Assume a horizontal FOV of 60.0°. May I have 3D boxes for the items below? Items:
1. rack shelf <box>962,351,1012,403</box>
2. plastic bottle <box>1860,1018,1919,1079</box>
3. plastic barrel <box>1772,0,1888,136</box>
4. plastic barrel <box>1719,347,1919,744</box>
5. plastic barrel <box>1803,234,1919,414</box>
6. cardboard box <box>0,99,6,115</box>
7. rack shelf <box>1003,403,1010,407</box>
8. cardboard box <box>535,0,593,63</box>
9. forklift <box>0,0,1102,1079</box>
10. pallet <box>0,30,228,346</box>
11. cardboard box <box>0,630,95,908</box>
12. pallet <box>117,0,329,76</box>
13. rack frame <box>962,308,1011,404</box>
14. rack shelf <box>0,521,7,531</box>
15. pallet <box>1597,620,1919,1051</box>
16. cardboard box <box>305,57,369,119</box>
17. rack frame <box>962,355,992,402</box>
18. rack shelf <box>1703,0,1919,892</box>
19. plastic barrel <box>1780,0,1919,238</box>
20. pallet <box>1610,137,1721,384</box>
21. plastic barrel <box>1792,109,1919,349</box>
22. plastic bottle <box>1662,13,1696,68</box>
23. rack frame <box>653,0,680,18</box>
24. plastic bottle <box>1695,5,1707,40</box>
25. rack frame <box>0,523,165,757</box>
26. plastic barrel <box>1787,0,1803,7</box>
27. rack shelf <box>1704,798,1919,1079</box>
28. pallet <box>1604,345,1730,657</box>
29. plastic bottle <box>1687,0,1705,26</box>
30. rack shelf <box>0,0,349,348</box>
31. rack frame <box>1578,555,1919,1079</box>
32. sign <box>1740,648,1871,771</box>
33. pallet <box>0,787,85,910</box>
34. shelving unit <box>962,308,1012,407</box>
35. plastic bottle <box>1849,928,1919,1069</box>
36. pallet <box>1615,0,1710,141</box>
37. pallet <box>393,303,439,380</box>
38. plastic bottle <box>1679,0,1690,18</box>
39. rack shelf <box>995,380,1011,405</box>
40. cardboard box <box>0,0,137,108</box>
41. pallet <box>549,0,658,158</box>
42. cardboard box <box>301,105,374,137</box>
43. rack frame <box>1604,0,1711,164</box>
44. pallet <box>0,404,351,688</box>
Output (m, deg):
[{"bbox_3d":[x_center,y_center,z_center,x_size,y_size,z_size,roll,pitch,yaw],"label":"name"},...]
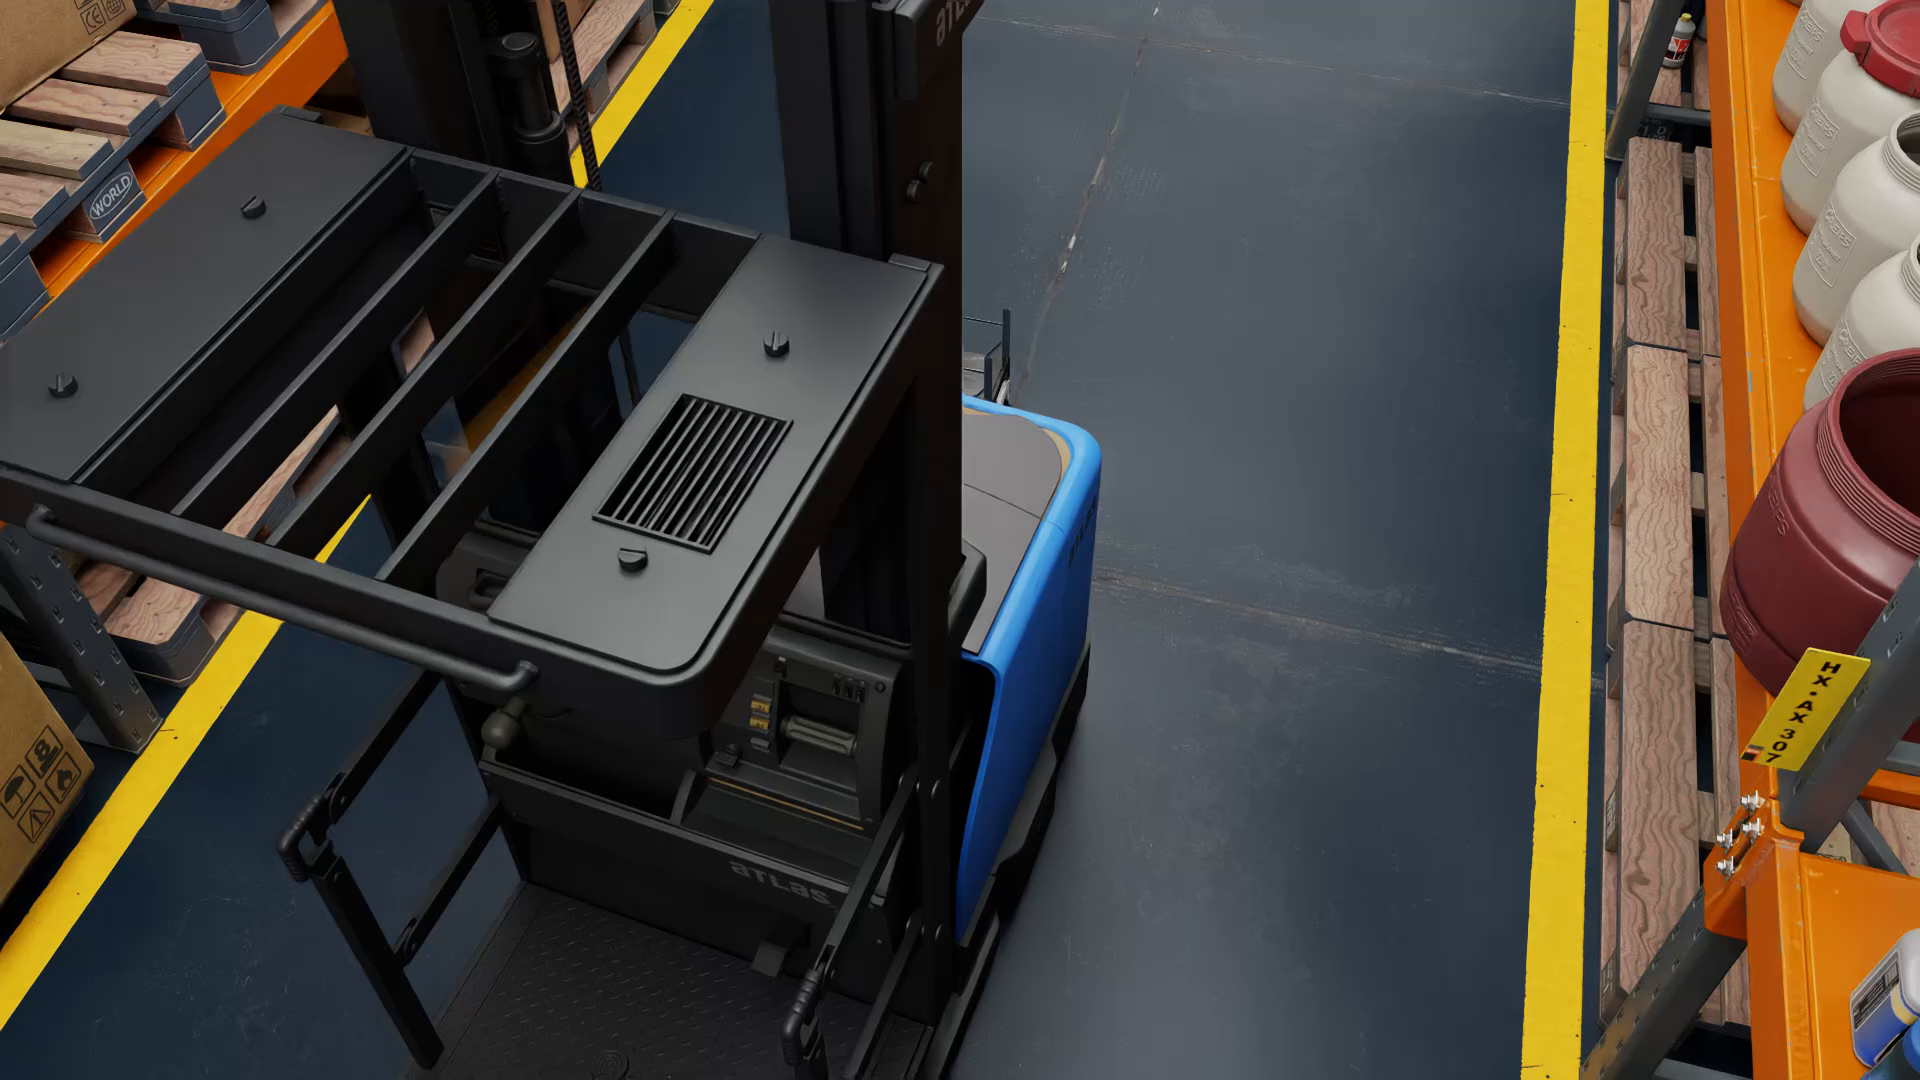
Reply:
[{"bbox_3d":[-0.002,-0.449,4.730,0.258,0.077,0.200,12,50,10],"label":"rack shelf"},{"bbox_3d":[1.509,0.825,2.607,0.097,0.271,0.097,0,49,0],"label":"plastic bottle"},{"bbox_3d":[2.388,-1.304,4.309,0.433,0.535,0.433,0,49,0],"label":"plastic barrel"},{"bbox_3d":[1.821,0.015,3.146,0.600,0.536,0.708,12,50,10],"label":"plastic barrel"},{"bbox_3d":[2.056,-0.368,3.500,0.421,0.512,0.421,0,49,0],"label":"plastic barrel"},{"bbox_3d":[-2.683,-1.093,3.867,0.500,0.500,0.500,6,49,5],"label":"cardboard box"},{"bbox_3d":[-0.002,-0.329,4.865,0.258,0.077,0.200,12,50,10],"label":"rack shelf"},{"bbox_3d":[-1.917,-2.294,6.648,0.700,0.500,0.500,8,49,7],"label":"cardboard box"},{"bbox_3d":[-0.634,0.377,2.962,1.130,2.935,3.031,16,50,14],"label":"forklift"},{"bbox_3d":[-2.702,-0.995,4.256,1.213,0.211,1.003,12,50,10],"label":"pallet"},{"bbox_3d":[-2.989,0.537,3.913,1.225,0.875,0.875,9,49,8],"label":"cardboard box"},{"bbox_3d":[-2.305,-1.899,5.053,1.003,0.211,1.213,12,50,10],"label":"pallet"},{"bbox_3d":[0.025,-0.365,4.972,0.240,0.900,0.006,12,50,10],"label":"rack frame"},{"bbox_3d":[-3.313,1.162,2.703,1.077,0.370,4.000,12,50,10],"label":"rack shelf"},{"bbox_3d":[2.233,0.825,4.381,1.003,0.211,1.213,12,50,10],"label":"pallet"},{"bbox_3d":[-2.207,-1.548,5.990,0.700,0.500,0.500,8,49,7],"label":"cardboard box"},{"bbox_3d":[-0.029,-0.218,4.843,0.240,0.900,0.006,12,50,10],"label":"rack frame"},{"bbox_3d":[2.518,-0.754,4.394,1.077,0.370,4.000,12,50,10],"label":"rack shelf"},{"bbox_3d":[2.274,-0.991,4.033,0.433,0.535,0.433,0,49,0],"label":"plastic barrel"},{"bbox_3d":[2.875,-0.940,5.939,1.003,0.211,1.213,12,50,10],"label":"pallet"},{"bbox_3d":[2.167,-0.673,3.769,0.421,0.512,0.421,0,49,0],"label":"plastic barrel"},{"bbox_3d":[2.839,-1.982,6.571,0.097,0.201,0.097,0,49,0],"label":"plastic bottle"},{"bbox_3d":[-1.734,-3.416,6.264,1.000,3.000,0.127,12,50,10],"label":"rack frame"},{"bbox_3d":[3.075,-2.202,6.666,0.144,0.351,0.185,12,50,10],"label":"plastic bottle"},{"bbox_3d":[-2.787,-0.522,3.710,1.000,3.000,0.127,12,50,10],"label":"rack frame"},{"bbox_3d":[2.581,-1.835,4.778,0.433,0.535,0.433,0,49,0],"label":"plastic barrel"},{"bbox_3d":[1.465,2.140,1.841,1.077,0.370,4.000,12,50,10],"label":"rack shelf"},{"bbox_3d":[2.556,-0.055,5.157,1.003,0.211,1.213,12,50,10],"label":"pallet"},{"bbox_3d":[2.936,-2.230,6.691,0.144,0.351,0.185,10,49,9],"label":"plastic bottle"},{"bbox_3d":[-2.261,-1.731,5.257,1.077,0.370,4.000,12,50,10],"label":"rack shelf"},{"bbox_3d":[1.991,0.455,2.848,1.000,3.000,0.127,12,50,10],"label":"rack frame"},{"bbox_3d":[1.459,0.297,2.878,0.100,0.325,0.005,12,50,10],"label":"sign"},{"bbox_3d":[-3.067,0.956,4.266,1.003,0.211,1.213,12,50,10],"label":"pallet"},{"bbox_3d":[-0.002,-0.292,4.907,0.258,0.900,0.210,12,50,10],"label":"shelving unit"},{"bbox_3d":[1.566,0.745,2.674,0.152,0.276,0.135,12,50,10],"label":"plastic bottle"},{"bbox_3d":[3.261,-1.993,6.868,1.003,0.211,1.213,12,50,10],"label":"pallet"},{"bbox_3d":[-2.257,-1.044,6.031,1.003,0.211,1.213,12,50,10],"label":"pallet"},{"bbox_3d":[2.853,-2.098,6.619,0.061,0.283,0.133,14,50,12],"label":"plastic bottle"},{"bbox_3d":[-0.002,-0.389,4.797,0.258,0.077,0.200,12,50,10],"label":"rack shelf"},{"bbox_3d":[-2.633,-1.516,4.241,0.700,0.500,0.500,18,51,16],"label":"cardboard box"},{"bbox_3d":[-1.938,-1.930,6.812,1.003,0.211,1.213,12,50,10],"label":"pallet"},{"bbox_3d":[-2.354,-1.145,5.633,0.700,0.500,0.500,15,50,13],"label":"cardboard box"},{"bbox_3d":[3.044,-2.438,5.401,1.000,3.000,0.127,12,50,10],"label":"rack frame"},{"bbox_3d":[-2.580,-0.165,5.255,1.003,0.211,1.213,12,50,10],"label":"pallet"}]
